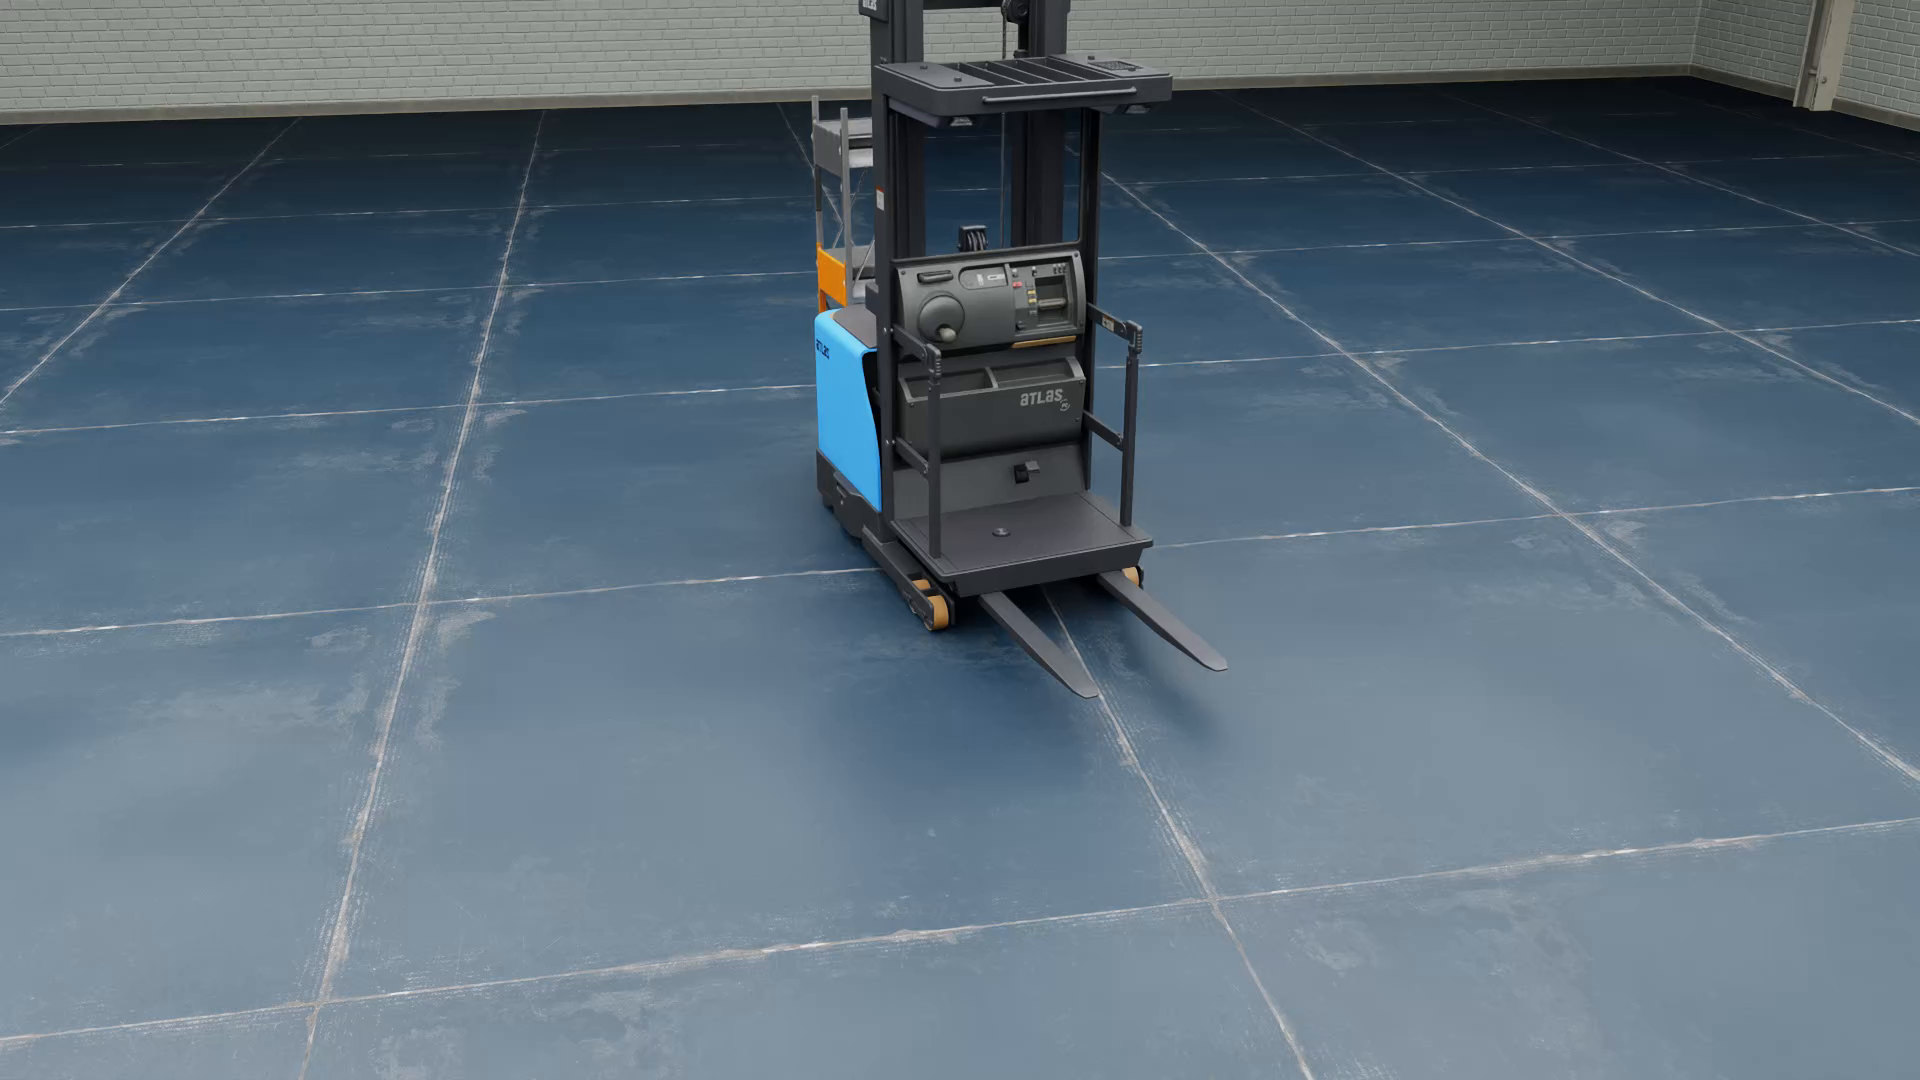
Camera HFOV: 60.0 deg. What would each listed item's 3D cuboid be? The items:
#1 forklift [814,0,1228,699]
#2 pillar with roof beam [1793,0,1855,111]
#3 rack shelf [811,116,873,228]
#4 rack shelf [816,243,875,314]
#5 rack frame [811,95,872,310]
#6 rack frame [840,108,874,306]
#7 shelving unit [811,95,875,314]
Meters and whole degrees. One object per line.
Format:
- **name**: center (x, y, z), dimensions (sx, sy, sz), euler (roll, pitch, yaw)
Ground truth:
- **forklift**: center (0.239, -1.111, 7.631), dimensions (1.130, 2.935, 3.031), euler (-9, 25, -20)
- **pillar with roof beam**: center (6.841, -9.415, 19.064), dimensions (9.100, 9.000, 0.400), euler (-4, 24, -10)
- **rack shelf**: center (-0.524, -2.015, 9.019), dimensions (0.431, 0.518, 0.480), euler (-9, 25, -21)
- **rack shelf**: center (-0.520, -1.371, 9.292), dimensions (0.431, 0.518, 0.480), euler (-9, 25, -21)
- **rack frame**: center (-0.614, -1.471, 9.495), dimensions (0.400, 2.100, 0.015), euler (-9, 25, -21)
- **rack frame**: center (-0.427, -1.296, 9.079), dimensions (0.400, 2.100, 0.015), euler (-9, 25, -21)
- **shelving unit**: center (-0.520, -1.384, 9.287), dimensions (0.431, 2.100, 0.503), euler (-9, 25, -21)
